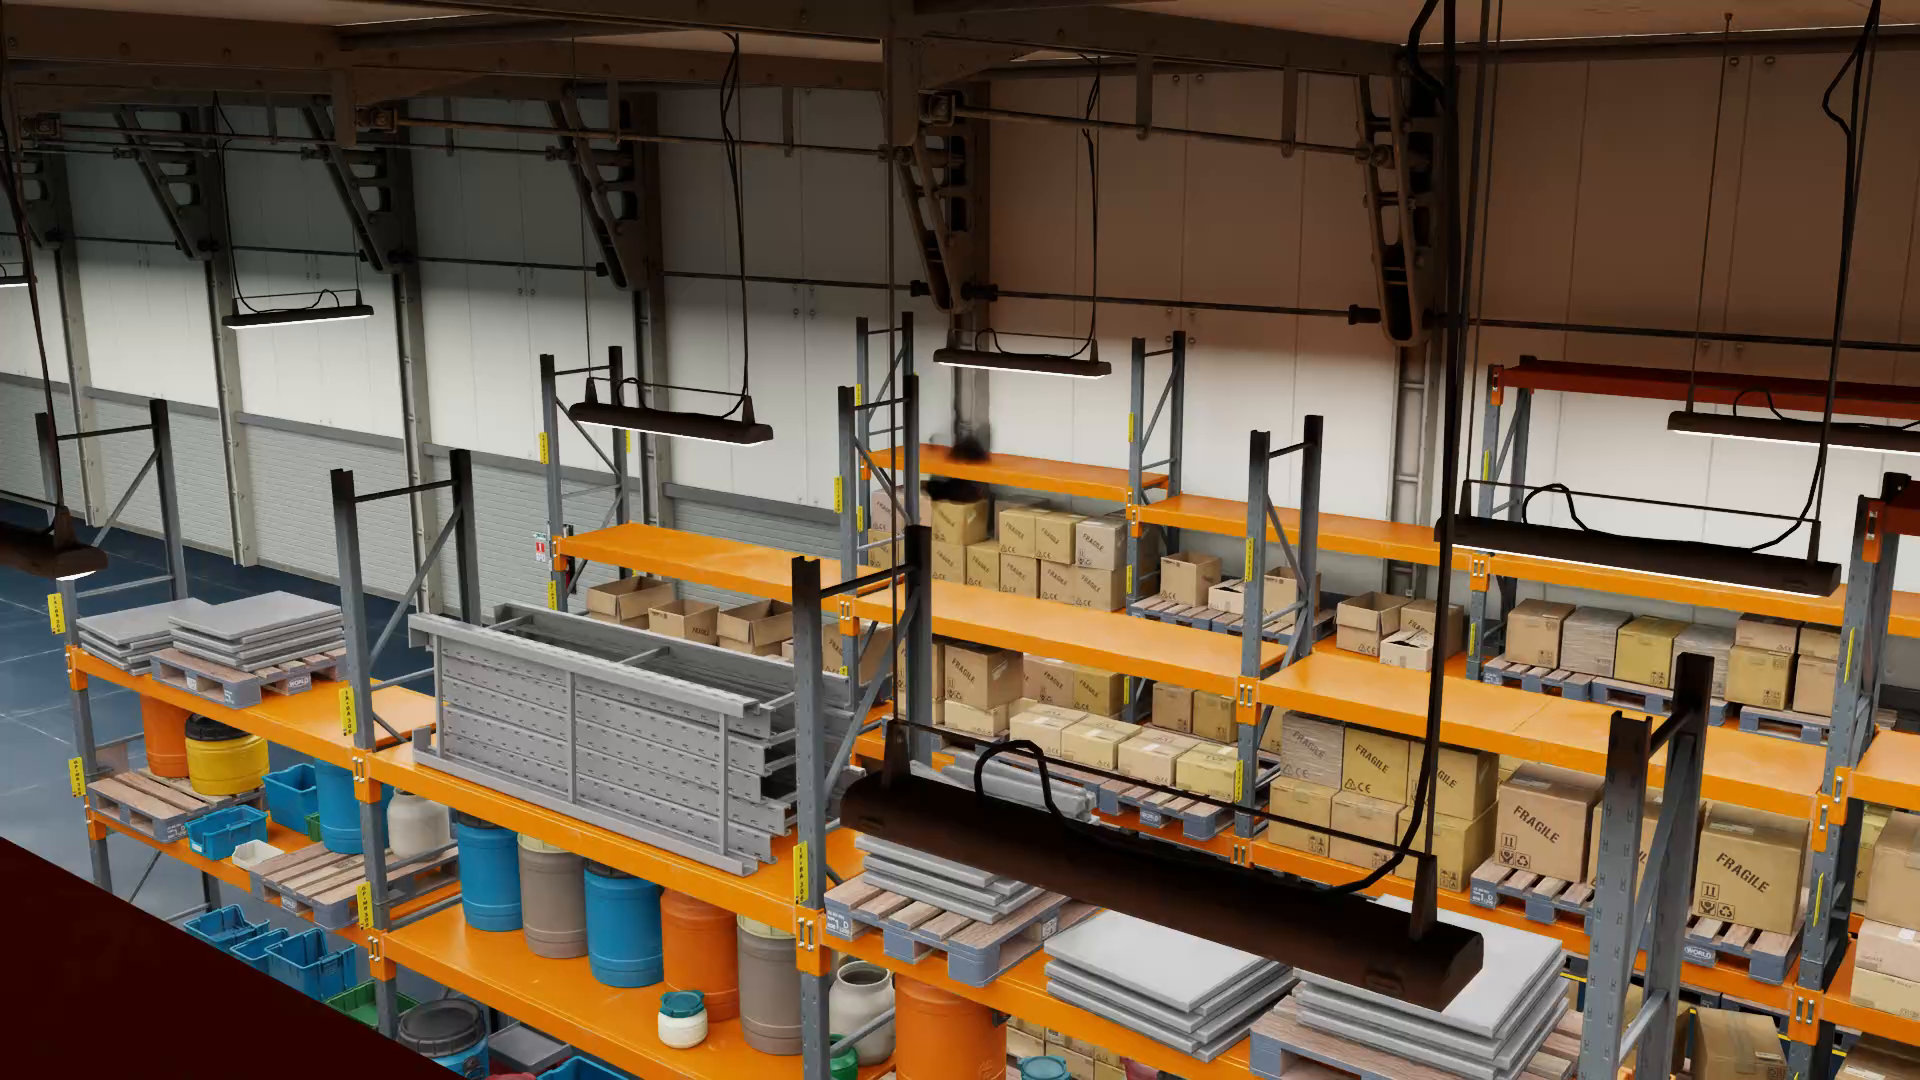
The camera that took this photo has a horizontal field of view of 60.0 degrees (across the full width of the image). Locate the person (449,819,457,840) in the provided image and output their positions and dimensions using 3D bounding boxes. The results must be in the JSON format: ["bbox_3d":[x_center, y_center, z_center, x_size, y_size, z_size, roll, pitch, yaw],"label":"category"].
[{"bbox_3d":[-5.955,2.914,18.865,0.723,1.823,0.698,-6,14,-25],"label":"person"}]
